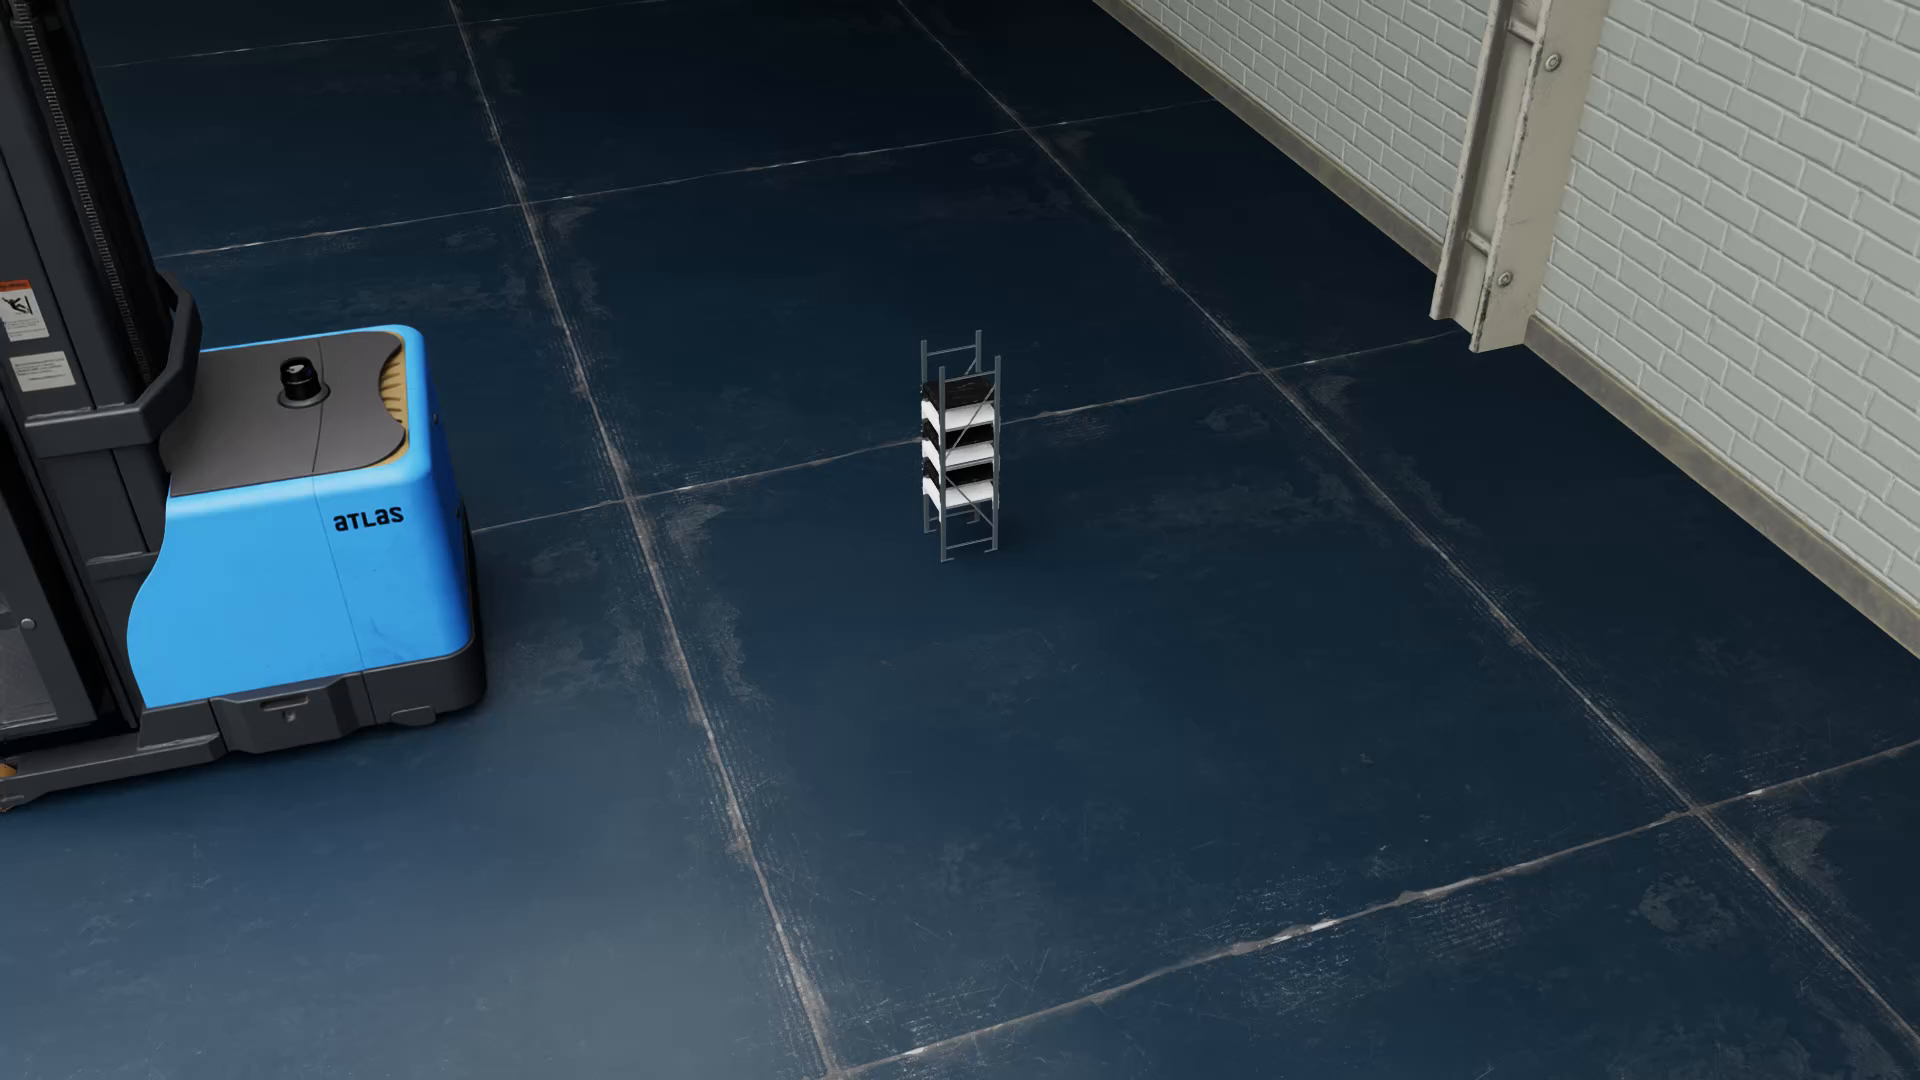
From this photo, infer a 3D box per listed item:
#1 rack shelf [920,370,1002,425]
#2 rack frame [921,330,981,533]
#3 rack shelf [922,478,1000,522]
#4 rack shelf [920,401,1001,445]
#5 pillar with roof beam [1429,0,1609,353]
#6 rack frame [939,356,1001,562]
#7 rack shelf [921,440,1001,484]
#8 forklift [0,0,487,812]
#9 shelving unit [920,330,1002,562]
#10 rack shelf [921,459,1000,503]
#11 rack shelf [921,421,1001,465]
[{"bbox_3d":[0.003,-0.544,6.331,0.258,0.077,0.200,-12,39,-16],"label":"rack shelf"},{"bbox_3d":[-0.032,-0.412,6.549,0.240,0.900,0.006,-12,39,-16],"label":"rack frame"},{"bbox_3d":[0.003,-0.184,6.602,0.258,0.077,0.200,-12,39,-16],"label":"rack shelf"},{"bbox_3d":[0.003,-0.472,6.385,0.258,0.077,0.200,-12,39,-16],"label":"rack shelf"},{"bbox_3d":[-1.510,-3.738,4.233,9.100,9.000,0.400,-12,39,-16],"label":"pillar with roof beam"},{"bbox_3d":[0.038,-0.297,6.397,0.240,0.900,0.006,-12,39,-16],"label":"rack frame"},{"bbox_3d":[0.003,-0.328,6.493,0.258,0.077,0.200,-12,39,-16],"label":"rack shelf"},{"bbox_3d":[-3.263,-0.585,5.090,3.031,2.935,1.130,-10,38,-13],"label":"forklift"},{"bbox_3d":[0.003,-0.355,6.473,0.258,0.900,0.210,-12,39,-16],"label":"shelving unit"},{"bbox_3d":[0.003,-0.256,6.547,0.258,0.077,0.200,-12,39,-16],"label":"rack shelf"},{"bbox_3d":[0.003,-0.400,6.439,0.258,0.077,0.200,-12,39,-16],"label":"rack shelf"}]
